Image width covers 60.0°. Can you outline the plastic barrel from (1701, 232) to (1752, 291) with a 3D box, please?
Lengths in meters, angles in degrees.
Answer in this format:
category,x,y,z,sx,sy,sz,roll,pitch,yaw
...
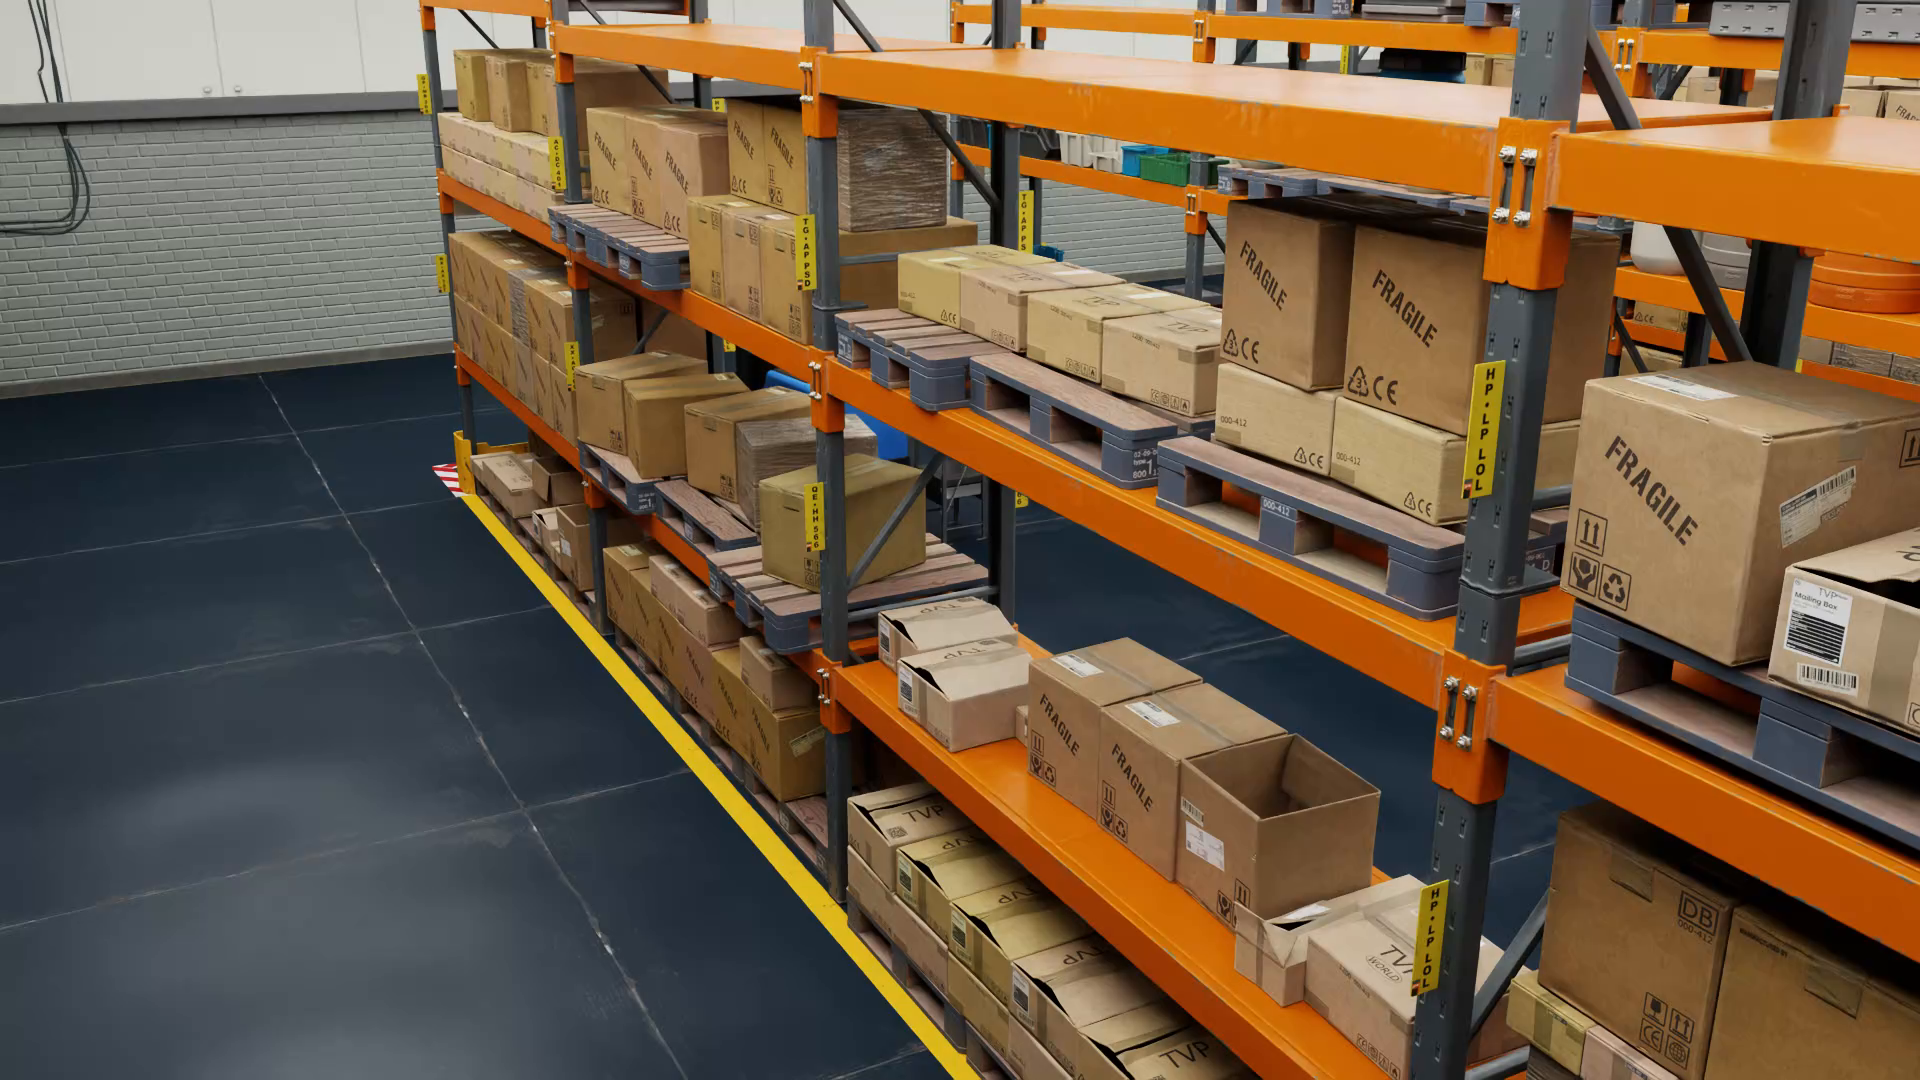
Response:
category,x,y,z,sx,sy,sz,roll,pitch,yaw
plastic barrel,4.365,-1.833,8.979,0.600,0.901,0.600,0,19,0

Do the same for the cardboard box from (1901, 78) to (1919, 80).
category,x,y,z,sx,sy,sz,roll,pitch,yaw
cardboard box,10.362,-5.060,17.950,0.380,0.149,0.250,-10,21,-27

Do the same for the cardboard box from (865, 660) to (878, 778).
category,x,y,z,sx,sy,sz,roll,pitch,yaw
cardboard box,-0.413,0.968,9.386,0.500,0.500,0.500,-11,22,-29

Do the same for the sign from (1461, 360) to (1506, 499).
category,x,y,z,sx,sy,sz,roll,pitch,yaw
sign,1.232,-0.258,3.906,0.100,0.325,0.005,-10,21,-27

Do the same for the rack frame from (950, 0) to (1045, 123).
category,x,y,z,sx,sy,sz,roll,pitch,yaw
rack frame,0.368,-5.580,16.007,1.000,3.000,0.127,-10,21,-27

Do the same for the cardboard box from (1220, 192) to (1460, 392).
category,x,y,z,sx,sy,sz,roll,pitch,yaw
cardboard box,1.156,-0.776,5.121,0.500,0.500,0.500,-8,21,-21

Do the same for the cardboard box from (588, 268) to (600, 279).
category,x,y,z,sx,sy,sz,roll,pitch,yaw
cardboard box,-2.559,-1.824,12.634,0.500,0.500,0.500,-11,22,-28

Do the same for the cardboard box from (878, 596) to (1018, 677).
category,x,y,z,sx,sy,sz,roll,pitch,yaw
cardboard box,-0.060,0.472,7.802,0.500,0.311,0.500,-9,21,-23

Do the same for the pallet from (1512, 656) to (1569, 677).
category,x,y,z,sx,sy,sz,roll,pitch,yaw
pallet,3.755,0.651,11.422,1.003,0.211,1.213,-10,21,-27

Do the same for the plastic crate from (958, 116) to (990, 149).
category,x,y,z,sx,sy,sz,roll,pitch,yaw
plastic crate,0.305,-3.947,16.072,0.497,0.269,0.590,-10,21,-27

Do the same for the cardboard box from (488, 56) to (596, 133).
category,x,y,z,sx,sy,sz,roll,pitch,yaw
cardboard box,-3.085,-3.329,12.397,0.700,0.500,0.500,-10,21,-27

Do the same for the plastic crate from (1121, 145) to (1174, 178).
category,x,y,z,sx,sy,sz,roll,pitch,yaw
plastic crate,1.554,-3.147,13.810,0.416,0.233,0.300,-10,21,-27

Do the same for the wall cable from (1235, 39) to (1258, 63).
category,x,y,z,sx,sy,sz,roll,pitch,yaw
wall cable,5.075,-10.025,23.957,2.277,5.999,0.120,-10,21,-27

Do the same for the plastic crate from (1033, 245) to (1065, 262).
category,x,y,z,sx,sy,sz,roll,pitch,yaw
plastic crate,0.691,-2.722,16.776,0.616,0.435,0.499,-10,21,-27

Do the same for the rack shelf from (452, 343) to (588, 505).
category,x,y,z,sx,sy,sz,roll,pitch,yaw
rack shelf,-3.044,-1.064,13.219,1.077,0.370,4.000,-10,21,-27

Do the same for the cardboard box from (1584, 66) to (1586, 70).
category,x,y,z,sx,sy,sz,roll,pitch,yaw
cardboard box,6.201,-4.290,15.915,0.700,0.500,0.500,-11,22,-30

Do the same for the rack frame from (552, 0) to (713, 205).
category,x,y,z,sx,sy,sz,roll,pitch,yaw
rack frame,-2.094,-3.666,10.459,1.000,3.000,0.127,-10,21,-27

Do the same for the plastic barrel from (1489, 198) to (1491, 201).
category,x,y,z,sx,sy,sz,roll,pitch,yaw
plastic barrel,3.528,-2.284,10.621,0.301,0.262,0.301,0,19,0

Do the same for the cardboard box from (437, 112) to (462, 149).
category,x,y,z,sx,sy,sz,roll,pitch,yaw
cardboard box,-3.979,-3.374,13.675,0.500,0.250,0.500,-10,21,-27

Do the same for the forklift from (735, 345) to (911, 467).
category,x,y,z,sx,sy,sz,roll,pitch,yaw
forklift,-1.701,-2.151,15.371,1.130,2.935,3.031,-13,23,-33

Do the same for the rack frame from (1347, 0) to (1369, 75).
category,x,y,z,sx,sy,sz,roll,pitch,yaw
rack frame,4.726,-6.347,18.231,1.000,3.000,0.127,-10,21,-27

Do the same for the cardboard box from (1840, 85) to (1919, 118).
category,x,y,z,sx,sy,sz,roll,pitch,yaw
cardboard box,7.536,-3.463,13.669,0.797,0.503,0.637,-10,22,-27

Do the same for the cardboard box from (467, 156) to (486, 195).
category,x,y,z,sx,sy,sz,roll,pitch,yaw
cardboard box,-3.508,-2.849,12.922,0.500,0.250,0.500,-10,21,-27

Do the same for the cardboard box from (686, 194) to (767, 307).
category,x,y,z,sx,sy,sz,roll,pitch,yaw
cardboard box,-0.921,-1.562,8.809,0.910,0.500,0.500,-10,21,-27

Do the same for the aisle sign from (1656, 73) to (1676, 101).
category,x,y,z,sx,sy,sz,roll,pitch,yaw
aisle sign,8.841,-5.454,20.854,0.394,0.787,0.004,-10,21,-27

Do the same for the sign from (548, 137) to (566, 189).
category,x,y,z,sx,sy,sz,roll,pitch,yaw
sign,-2.568,-2.406,10.614,0.100,0.325,0.005,-10,21,-27

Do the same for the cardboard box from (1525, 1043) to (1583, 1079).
category,x,y,z,sx,sy,sz,roll,pitch,yaw
cardboard box,1.921,1.546,4.400,0.700,0.500,0.500,-11,22,-28

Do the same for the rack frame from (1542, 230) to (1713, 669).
category,x,y,z,sx,sy,sz,roll,pitch,yaw
rack frame,4.166,-0.448,10.330,1.000,3.000,0.127,-10,21,-27

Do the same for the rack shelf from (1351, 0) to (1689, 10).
category,x,y,z,sx,sy,sz,roll,pitch,yaw
rack shelf,5.676,-5.244,16.749,1.077,0.370,4.000,-10,21,-27

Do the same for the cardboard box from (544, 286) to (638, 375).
category,x,y,z,sx,sy,sz,roll,pitch,yaw
cardboard box,-2.562,-1.455,11.563,0.500,0.500,0.500,-10,21,-26

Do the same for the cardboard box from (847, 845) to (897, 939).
category,x,y,z,sx,sy,sz,roll,pitch,yaw
cardboard box,-0.204,1.616,7.922,0.500,0.250,0.500,-10,21,-27

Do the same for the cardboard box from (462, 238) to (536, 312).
category,x,y,z,sx,sy,sz,roll,pitch,yaw
cardboard box,-3.760,-2.181,13.667,0.500,0.500,0.500,-10,21,-26

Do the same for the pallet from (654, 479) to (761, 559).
category,x,y,z,sx,sy,sz,roll,pitch,yaw
pallet,-1.122,-0.148,9.757,1.003,0.211,1.213,-10,21,-27

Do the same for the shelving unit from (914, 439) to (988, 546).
category,x,y,z,sx,sy,sz,roll,pitch,yaw
shelving unit,-0.079,-1.040,13.427,0.431,2.100,0.503,-10,21,-27

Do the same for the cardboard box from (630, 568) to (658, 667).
category,x,y,z,sx,sy,sz,roll,pitch,yaw
cardboard box,-1.816,0.472,10.823,0.500,0.500,0.500,-10,21,-26

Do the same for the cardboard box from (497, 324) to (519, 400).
category,x,y,z,sx,sy,sz,roll,pitch,yaw
cardboard box,-3.293,-1.422,12.999,0.500,0.500,0.500,-10,21,-26

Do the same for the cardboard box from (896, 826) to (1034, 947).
category,x,y,z,sx,sy,sz,roll,pitch,yaw
cardboard box,0.052,1.500,7.398,0.500,0.311,0.500,-11,22,-28

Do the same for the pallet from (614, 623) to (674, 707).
category,x,y,z,sx,sy,sz,roll,pitch,yaw
pallet,-1.675,0.716,11.233,1.003,0.211,1.213,-10,21,-27

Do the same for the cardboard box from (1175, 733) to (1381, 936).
category,x,y,z,sx,sy,sz,roll,pitch,yaw
cardboard box,1.104,1.045,5.851,0.500,0.500,0.500,-8,21,-23

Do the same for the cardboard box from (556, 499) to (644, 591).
category,x,y,z,sx,sy,sz,roll,pitch,yaw
cardboard box,-2.614,0.024,12.120,0.500,0.500,0.500,-10,21,-27

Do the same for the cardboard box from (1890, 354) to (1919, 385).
category,x,y,z,sx,sy,sz,roll,pitch,yaw
cardboard box,7.841,-1.509,13.254,0.500,0.500,0.500,-10,22,-27

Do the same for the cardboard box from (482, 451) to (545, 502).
category,x,y,z,sx,sy,sz,roll,pitch,yaw
cardboard box,-3.748,-0.543,14.147,0.500,0.250,0.500,-10,21,-27

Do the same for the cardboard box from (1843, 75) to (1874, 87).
category,x,y,z,sx,sy,sz,roll,pitch,yaw
cardboard box,10.108,-5.079,18.617,0.500,0.250,0.500,-9,21,-24

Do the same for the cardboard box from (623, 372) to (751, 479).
category,x,y,z,sx,sy,sz,roll,pitch,yaw
cardboard box,-1.684,-0.717,10.315,0.700,0.500,0.500,-6,20,-18

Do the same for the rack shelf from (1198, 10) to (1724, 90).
category,x,y,z,sx,sy,sz,roll,pitch,yaw
rack shelf,3.217,-3.329,11.198,1.077,0.370,4.000,-10,21,-27

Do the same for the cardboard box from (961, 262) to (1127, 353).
category,x,y,z,sx,sy,sz,roll,pitch,yaw
cardboard box,0.335,-0.958,6.797,0.500,0.250,0.500,-9,21,-25

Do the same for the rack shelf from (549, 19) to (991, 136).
category,x,y,z,sx,sy,sz,roll,pitch,yaw
rack shelf,-1.144,-2.562,8.978,1.077,0.370,4.000,-10,21,-27

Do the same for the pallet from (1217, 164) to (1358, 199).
category,x,y,z,sx,sy,sz,roll,pitch,yaw
pallet,2.725,-2.715,12.591,1.213,0.211,1.003,-10,21,-27

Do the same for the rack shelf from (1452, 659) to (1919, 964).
category,x,y,z,sx,sy,sz,roll,pitch,yaw
rack shelf,2.655,0.963,2.747,1.077,0.370,4.000,-10,21,-27

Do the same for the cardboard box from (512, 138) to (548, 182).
category,x,y,z,sx,sy,sz,roll,pitch,yaw
cardboard box,-2.798,-2.655,11.591,0.500,0.250,0.500,-10,21,-27

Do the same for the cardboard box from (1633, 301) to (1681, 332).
category,x,y,z,sx,sy,sz,roll,pitch,yaw
cardboard box,6.624,-2.240,15.370,0.500,0.500,0.500,-10,21,-26

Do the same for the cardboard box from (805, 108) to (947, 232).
category,x,y,z,sx,sy,sz,roll,pitch,yaw
cardboard box,-0.396,-1.746,7.807,0.500,0.500,0.500,-10,21,-27

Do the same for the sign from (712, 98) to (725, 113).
category,x,y,z,sx,sy,sz,roll,pitch,yaw
sign,-1.607,-2.765,11.052,0.100,0.325,0.005,-10,21,-27
